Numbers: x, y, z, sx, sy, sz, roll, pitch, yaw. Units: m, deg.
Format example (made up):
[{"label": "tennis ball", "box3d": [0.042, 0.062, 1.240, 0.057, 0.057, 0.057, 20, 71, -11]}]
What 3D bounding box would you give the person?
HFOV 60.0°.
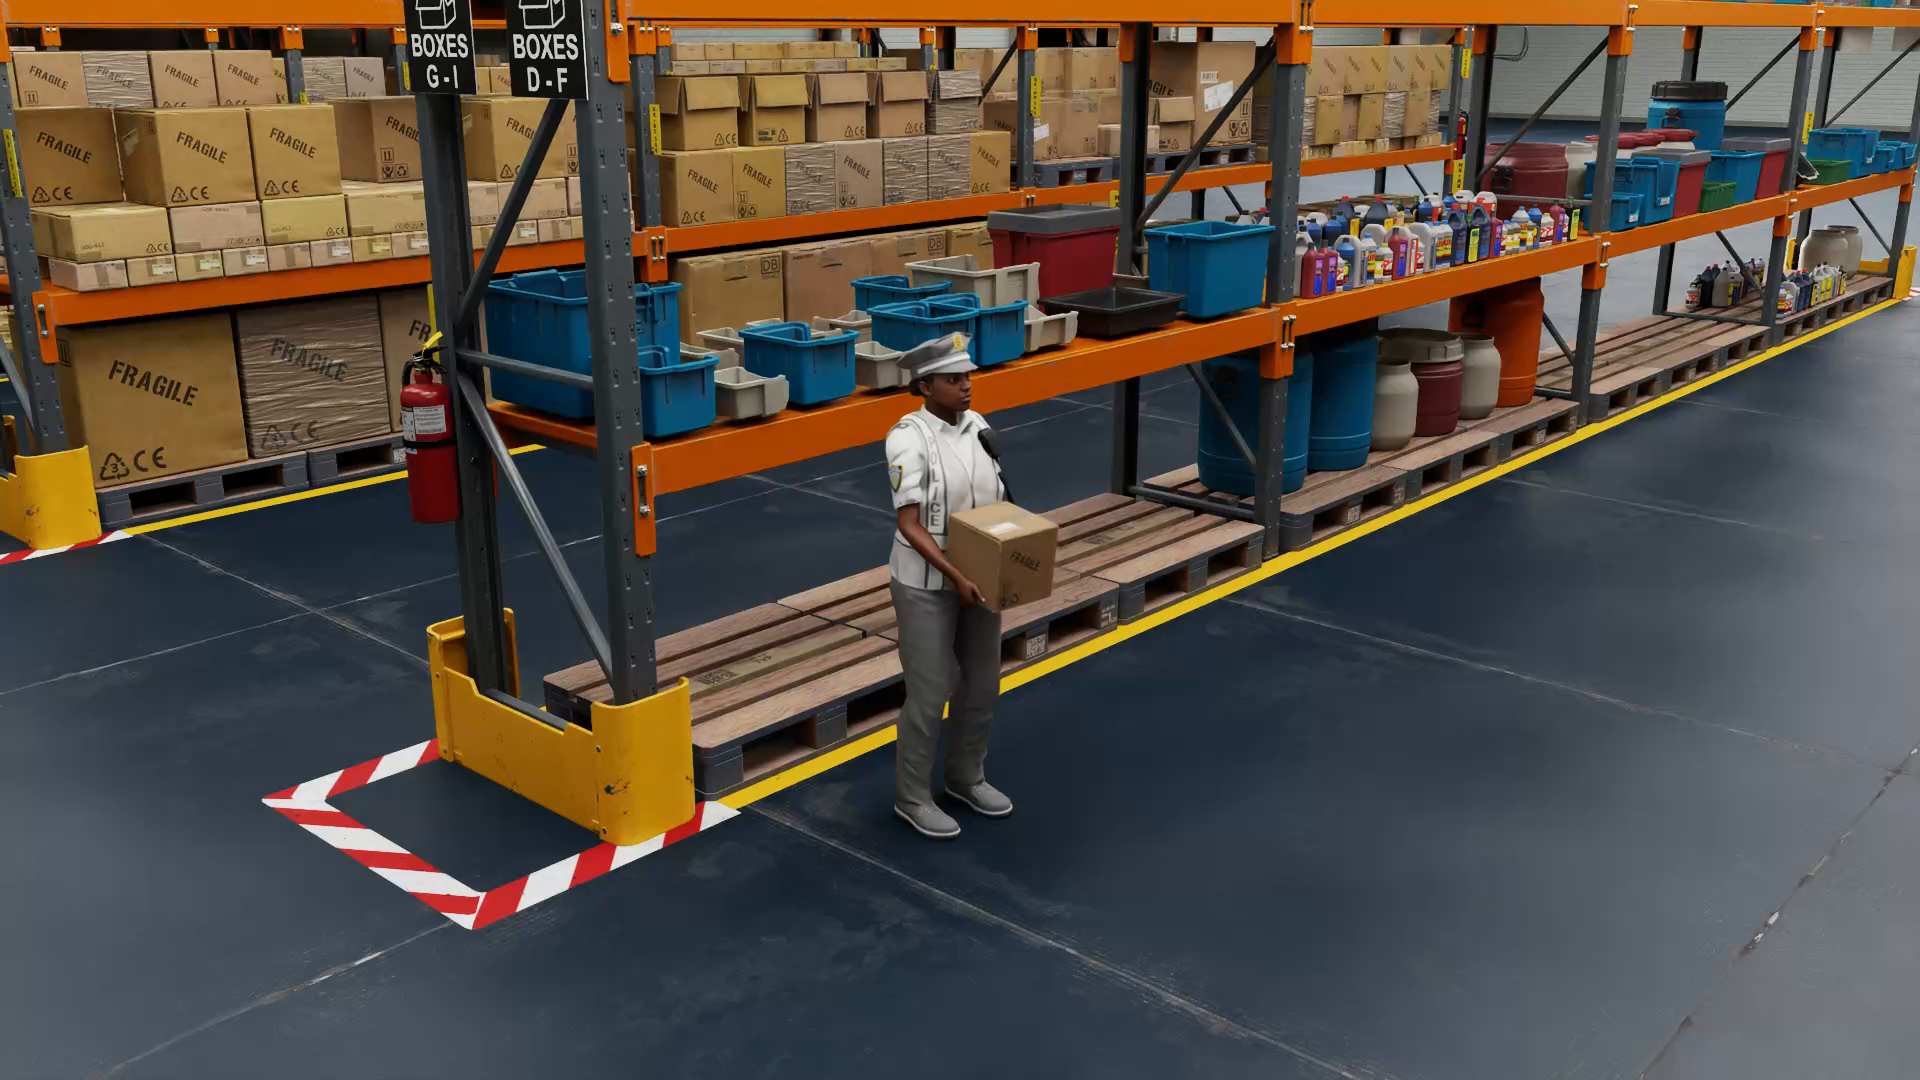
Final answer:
[{"label": "person", "box3d": [0.005, 0.157, 5.508, 0.451, 1.687, 0.531, -14, 22, -39]}]
